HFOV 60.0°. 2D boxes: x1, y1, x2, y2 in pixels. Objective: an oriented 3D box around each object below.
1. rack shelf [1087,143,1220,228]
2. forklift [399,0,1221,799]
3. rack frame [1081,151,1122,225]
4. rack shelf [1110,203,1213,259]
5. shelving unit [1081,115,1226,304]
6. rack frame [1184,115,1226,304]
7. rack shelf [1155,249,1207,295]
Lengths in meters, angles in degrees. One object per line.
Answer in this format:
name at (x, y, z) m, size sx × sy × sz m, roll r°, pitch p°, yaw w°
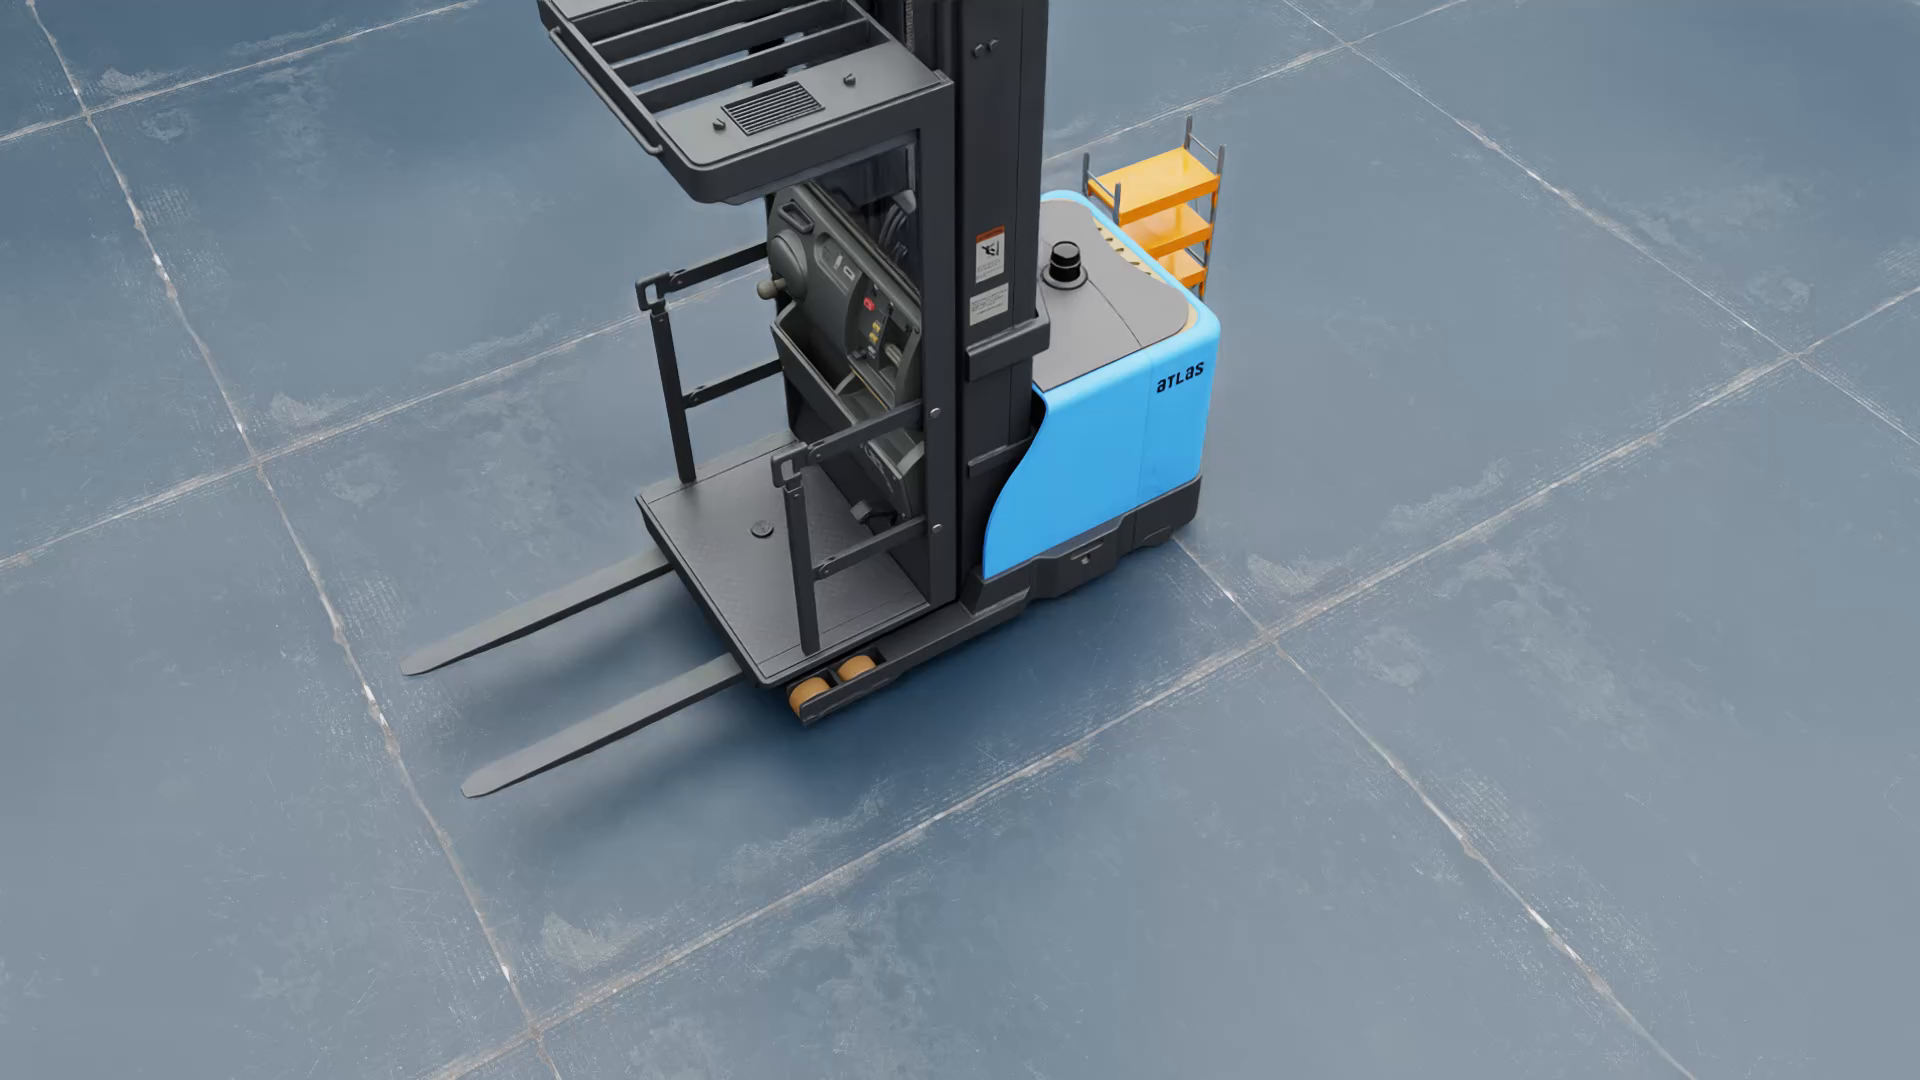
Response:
rack shelf at (0.756, -1.377, 6.592) m, size 0.480 × 0.148 × 0.258 m, roll -24°, pitch 52°, yaw -20°
forklift at (-0.564, -0.764, 5.413) m, size 3.031 × 2.935 × 1.130 m, roll -25°, pitch 53°, yaw -21°
rack frame at (0.545, -1.024, 6.803) m, size 0.015 × 1.200 × 0.240 m, roll -24°, pitch 52°, yaw -20°
rack shelf at (0.756, -1.220, 6.768) m, size 0.480 × 0.148 × 0.258 m, roll -24°, pitch 52°, yaw -20°
shelving unit at (0.756, -1.115, 6.885) m, size 0.503 × 1.200 × 0.258 m, roll -24°, pitch 52°, yaw -20°
rack frame at (0.967, -1.207, 6.967) m, size 0.015 × 1.200 × 0.240 m, roll -24°, pitch 52°, yaw -20°
rack shelf at (0.756, -1.071, 6.936) m, size 0.480 × 0.148 × 0.258 m, roll -24°, pitch 52°, yaw -20°
